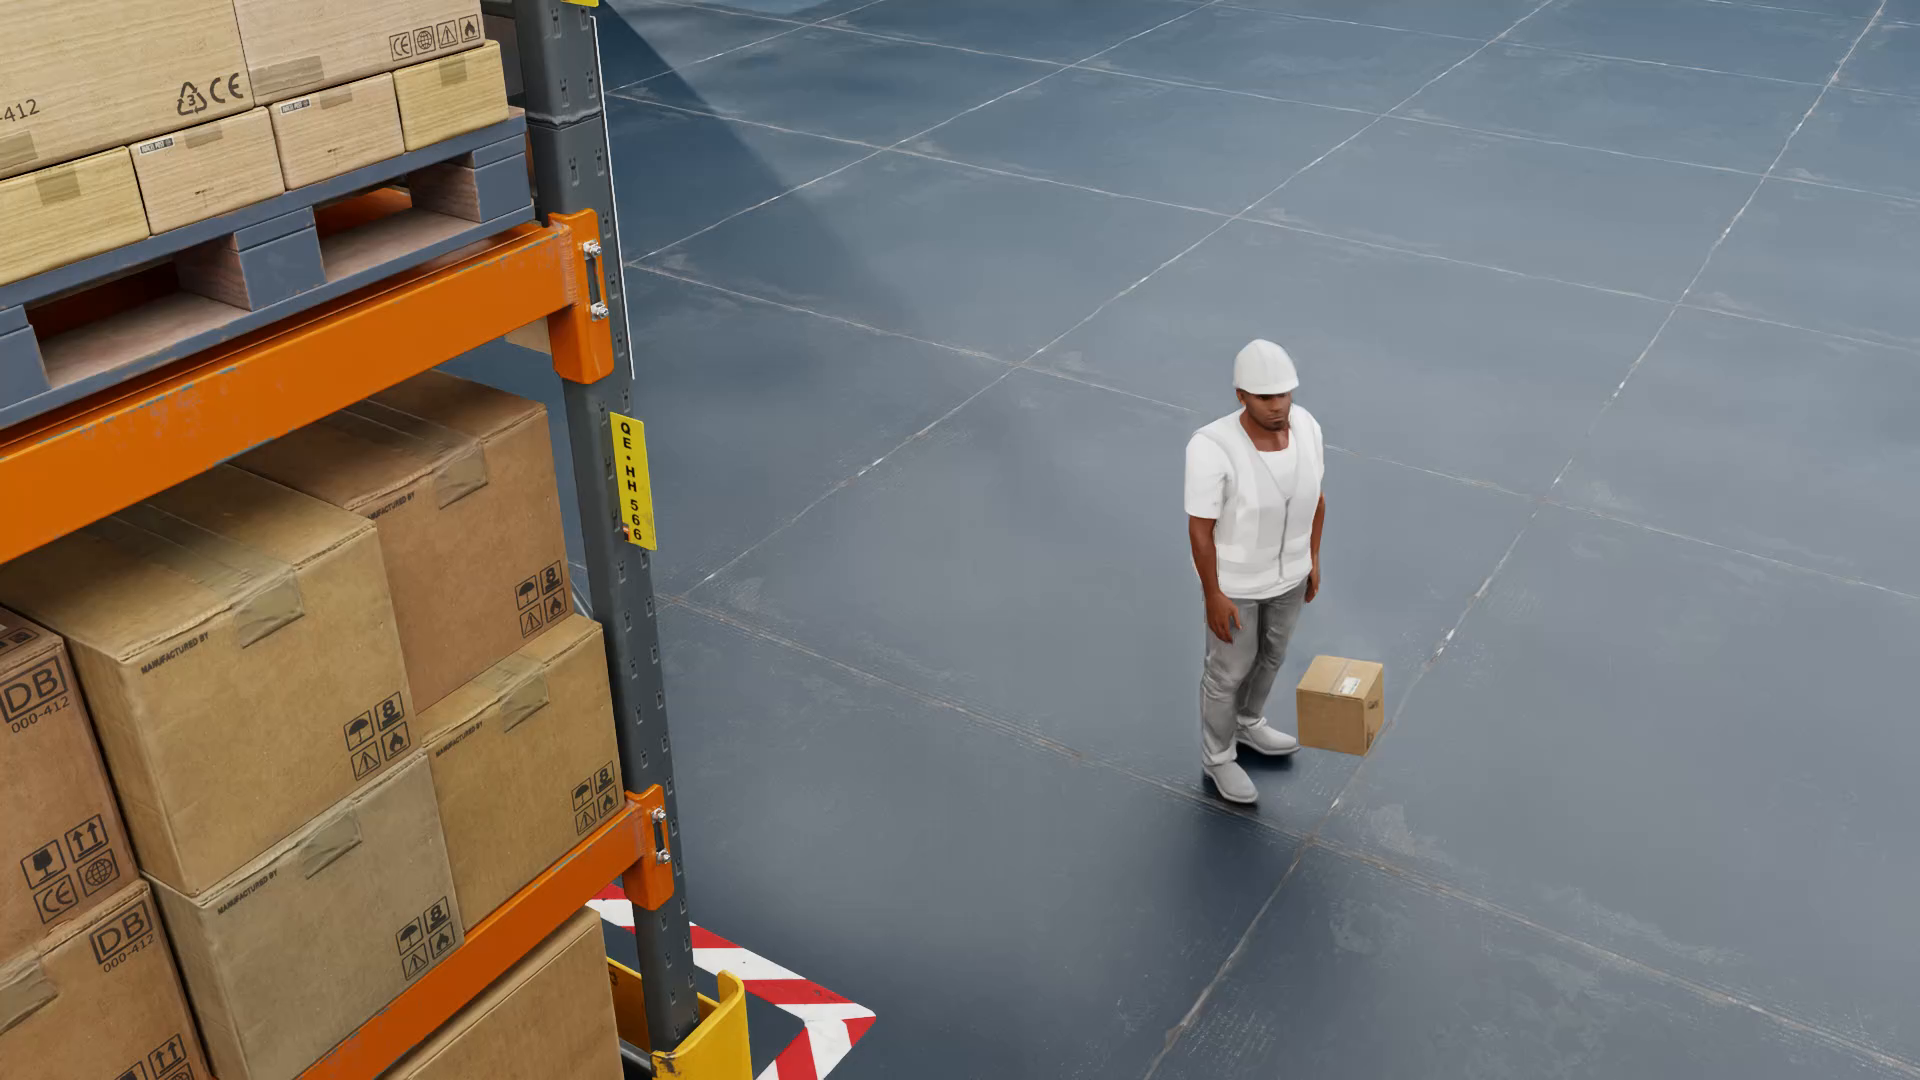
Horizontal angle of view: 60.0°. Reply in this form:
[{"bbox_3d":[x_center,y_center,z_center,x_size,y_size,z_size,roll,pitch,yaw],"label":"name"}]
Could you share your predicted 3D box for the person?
[{"bbox_3d":[1.041,0.120,5.889,0.580,1.776,0.431,-16,34,-25],"label":"person"}]
